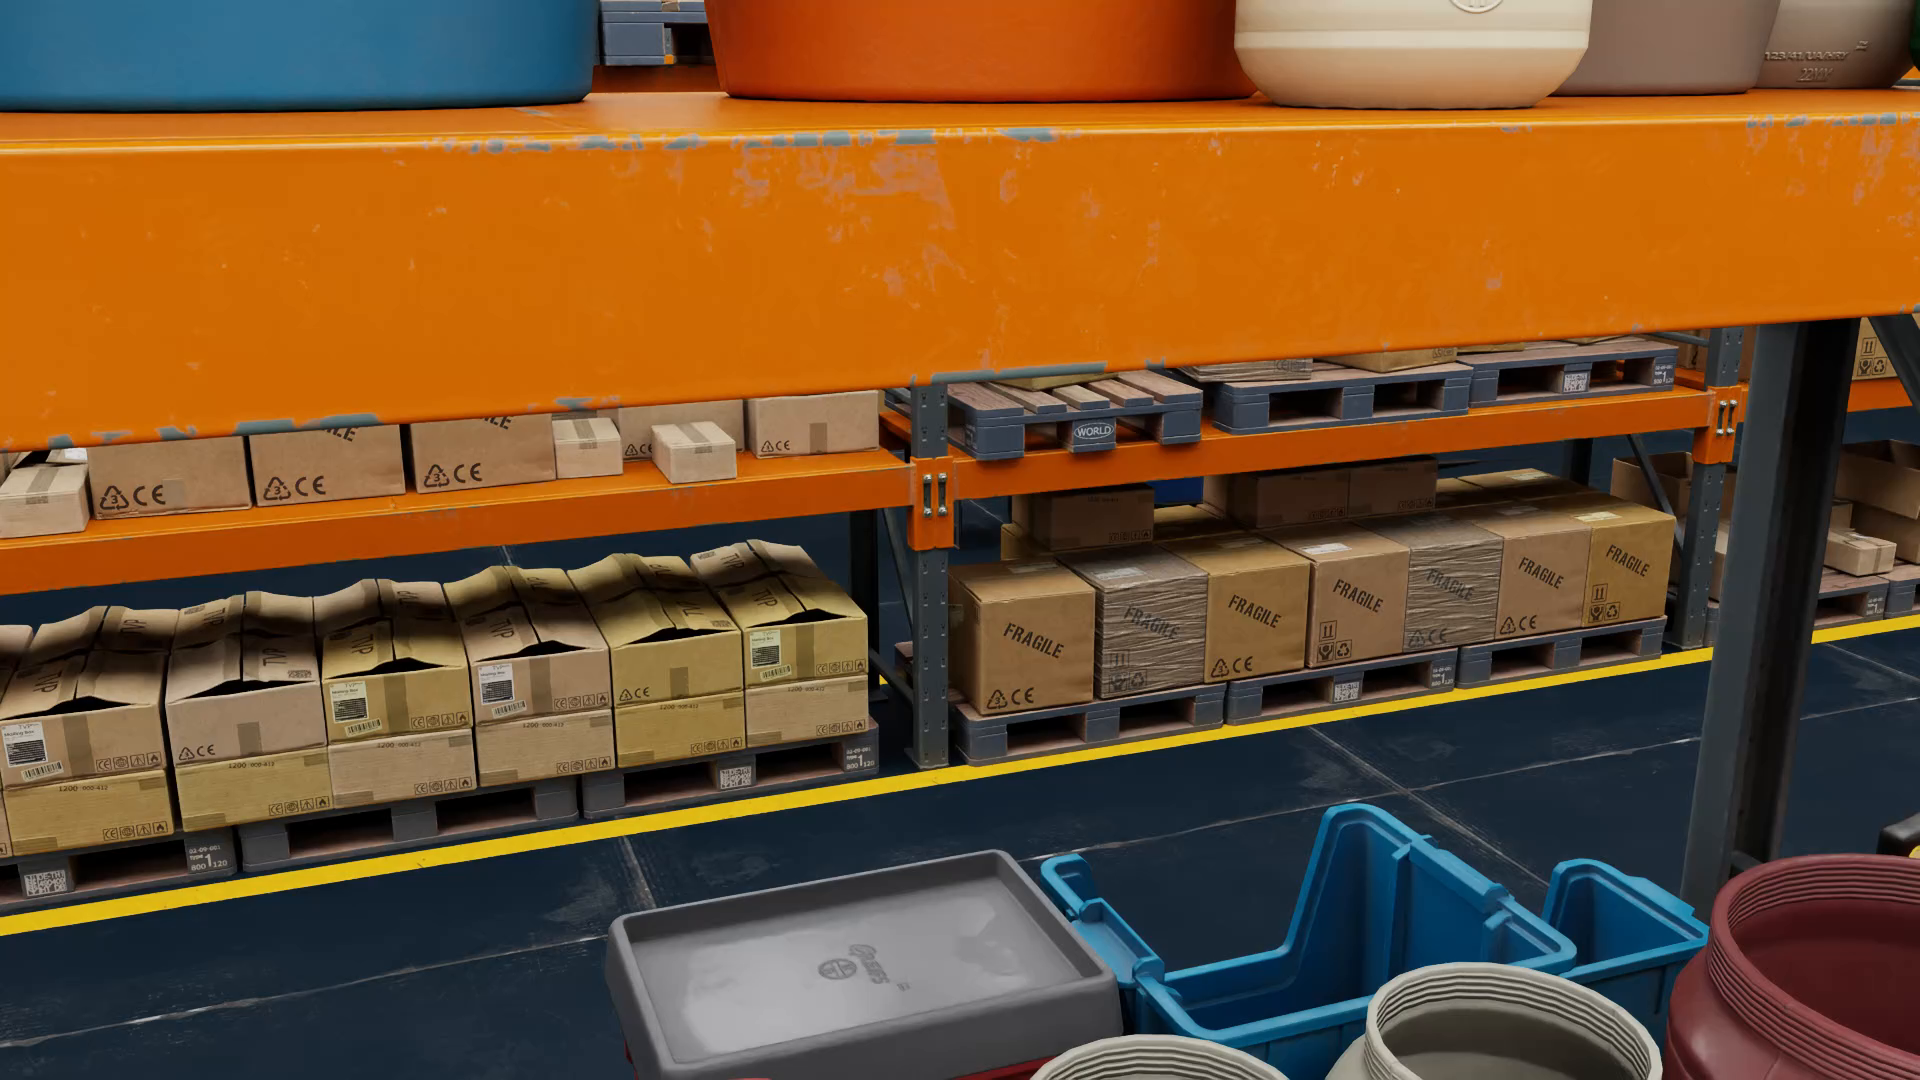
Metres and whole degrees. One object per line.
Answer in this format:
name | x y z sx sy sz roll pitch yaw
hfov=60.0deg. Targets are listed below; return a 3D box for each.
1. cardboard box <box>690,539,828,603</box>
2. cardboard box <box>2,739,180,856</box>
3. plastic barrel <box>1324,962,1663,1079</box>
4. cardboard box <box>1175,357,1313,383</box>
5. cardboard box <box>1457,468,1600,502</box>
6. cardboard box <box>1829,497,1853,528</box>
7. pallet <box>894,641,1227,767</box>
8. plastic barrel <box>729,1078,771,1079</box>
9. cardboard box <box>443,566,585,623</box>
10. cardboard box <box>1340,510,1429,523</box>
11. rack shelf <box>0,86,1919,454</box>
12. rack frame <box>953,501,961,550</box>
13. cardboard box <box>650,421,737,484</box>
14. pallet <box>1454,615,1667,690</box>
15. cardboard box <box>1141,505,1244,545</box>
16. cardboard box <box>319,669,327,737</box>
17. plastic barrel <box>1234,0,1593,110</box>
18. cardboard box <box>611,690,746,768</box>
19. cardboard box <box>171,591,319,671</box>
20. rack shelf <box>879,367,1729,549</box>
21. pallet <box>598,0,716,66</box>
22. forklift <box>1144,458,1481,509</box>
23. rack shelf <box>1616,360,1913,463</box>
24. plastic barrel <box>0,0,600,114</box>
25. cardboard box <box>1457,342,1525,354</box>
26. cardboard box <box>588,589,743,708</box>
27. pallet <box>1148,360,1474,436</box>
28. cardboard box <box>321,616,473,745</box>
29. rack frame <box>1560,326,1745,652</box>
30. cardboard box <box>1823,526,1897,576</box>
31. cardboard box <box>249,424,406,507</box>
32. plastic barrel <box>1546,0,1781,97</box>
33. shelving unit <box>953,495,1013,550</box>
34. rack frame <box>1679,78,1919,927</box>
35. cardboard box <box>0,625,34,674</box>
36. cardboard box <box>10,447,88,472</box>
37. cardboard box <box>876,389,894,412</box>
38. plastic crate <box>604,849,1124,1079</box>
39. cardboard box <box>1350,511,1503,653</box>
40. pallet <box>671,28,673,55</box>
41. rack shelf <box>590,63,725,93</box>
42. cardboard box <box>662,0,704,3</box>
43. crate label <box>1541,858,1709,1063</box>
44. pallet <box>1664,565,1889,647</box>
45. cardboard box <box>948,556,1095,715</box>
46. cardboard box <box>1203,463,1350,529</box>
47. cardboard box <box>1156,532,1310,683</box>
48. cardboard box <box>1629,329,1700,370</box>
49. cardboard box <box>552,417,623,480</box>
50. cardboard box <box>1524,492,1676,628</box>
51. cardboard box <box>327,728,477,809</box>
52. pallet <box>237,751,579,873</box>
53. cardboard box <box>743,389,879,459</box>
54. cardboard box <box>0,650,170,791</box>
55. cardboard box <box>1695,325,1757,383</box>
cardboard box | -0.876 0.203 7.224 0.500 0.311 0.500 -6 17 -18
cardboard box | -3.074 0.873 5.937 0.500 0.250 0.500 -6 17 -19
plastic barrel | 0.603 0.788 1.892 0.421 0.512 0.421 0 16 0
cardboard box | 1.188 -1.006 7.279 0.500 0.500 0.700 -3 17 -10
cardboard box | 2.914 -0.052 8.608 0.500 0.500 0.500 -7 18 -23
cardboard box | 4.584 -0.154 9.289 0.500 0.311 0.500 -6 17 -20
pallet | 0.429 0.651 7.507 1.213 0.211 1.003 -6 17 -20
plastic barrel | -0.187 0.864 1.592 0.433 0.535 0.433 0 16 0
cardboard box | -1.841 0.309 6.863 0.500 0.311 0.500 -7 18 -22
cardboard box | 1.951 0.053 8.250 0.500 0.500 0.500 -6 17 -19
rack shelf | -0.381 -0.211 1.445 4.000 0.370 1.077 -6 17 -20
rack frame | -0.073 -1.000 9.775 0.015 2.100 0.400 -6 17 -20
cardboard box | -1.023 -0.338 6.371 0.250 0.149 0.380 -6 17 -20
pallet | 2.707 0.405 8.345 1.213 0.211 1.003 -6 17 -20
cardboard box | 0.991 0.158 7.891 0.500 0.500 0.500 -7 18 -22
cardboard box | -2.783 0.679 6.597 0.500 0.250 0.500 -6 17 -19
plastic barrel | 0.383 -0.501 1.404 0.301 0.262 0.301 0 16 0
cardboard box | -1.166 0.666 6.641 0.500 0.250 0.500 -6 18 -21
cardboard box | -2.791 0.410 6.517 0.500 0.311 0.500 -6 17 -20
rack shelf | 1.586 -0.478 7.680 4.000 0.370 1.077 -6 17 -20
pallet | -0.884 -1.878 6.183 1.003 0.211 1.213 -5 17 -18
forklift | 2.072 -1.537 10.131 3.031 2.935 1.130 -4 17 -13
rack shelf | 5.321 -0.881 9.053 4.000 0.370 1.077 -6 17 -20
plastic barrel | -0.629 -0.835 1.404 0.708 0.901 0.600 -6 17 -20
cardboard box | 2.311 -1.200 7.937 0.500 0.500 0.700 -3 17 -11
cardboard box | -1.166 0.399 6.556 0.500 0.311 0.500 -6 18 -21
pallet | 1.532 -0.727 7.591 1.213 0.211 1.003 -6 17 -20
cardboard box | -2.107 0.499 6.215 0.500 0.311 0.500 -6 17 -19
rack frame | 3.453 -1.025 8.265 0.127 3.000 1.000 -6 17 -20
cardboard box | 4.727 0.048 8.859 0.250 0.166 0.380 -6 17 -20
cardboard box | -2.335 -0.443 6.106 0.500 0.500 0.500 -6 17 -20
plastic barrel | 0.642 -0.972 1.872 0.600 0.901 0.600 0 16 0
shelving unit | 0.155 -1.024 9.859 0.503 2.100 0.431 -6 17 -20
rack frame | 1.488 0.683 2.450 0.053 2.616 0.949 -6 17 -20
cardboard box | -3.742 0.514 6.164 0.500 0.311 0.500 -6 17 -20
cardboard box | -3.262 -0.291 6.004 0.258 0.266 0.396 -7 18 -21
cardboard box | -0.504 -1.221 12.002 0.750 0.750 0.750 -6 17 -20
plastic crate | -0.131 0.734 2.163 0.583 0.464 0.402 -6 17 -20
cardboard box | 2.162 0.186 7.795 0.500 0.500 0.500 -6 17 -19
pallet | -1.476 -3.352 11.201 1.003 0.211 1.213 -5 17 -18
rack shelf | -2.150 -1.514 5.884 4.000 0.370 1.077 -6 17 -20
cardboard box | -1.168 -2.072 6.029 0.500 0.250 0.500 -6 17 -19
crate label | 0.959 0.706 2.667 0.416 0.233 0.303 -6 17 -20
pallet | 4.095 0.244 8.893 1.213 0.211 1.003 -6 17 -20
cardboard box | 0.245 0.396 7.082 0.500 0.500 0.500 -5 17 -18
cardboard box | 1.512 -0.260 7.986 0.500 0.250 0.500 -7 18 -21
cardboard box | 1.202 0.292 7.435 0.500 0.500 0.500 -6 18 -21
cardboard box | 3.828 -1.191 8.652 0.500 0.500 0.500 -6 17 -19
cardboard box | -1.453 -0.358 6.439 0.250 0.149 0.380 -5 17 -16
cardboard box | 3.095 0.088 8.129 0.500 0.500 0.500 -6 17 -20
cardboard box | -2.116 0.769 6.292 0.500 0.250 0.500 -6 17 -19
pallet | -2.202 0.911 6.622 1.213 0.211 1.003 -6 17 -20
cardboard box | -0.637 -0.554 6.819 0.500 0.311 0.500 -5 17 -17
cardboard box | -3.073 0.605 5.854 0.500 0.311 0.500 -6 18 -21
cardboard box | 4.027 -1.053 8.182 0.500 0.500 0.500 -6 17 -19
